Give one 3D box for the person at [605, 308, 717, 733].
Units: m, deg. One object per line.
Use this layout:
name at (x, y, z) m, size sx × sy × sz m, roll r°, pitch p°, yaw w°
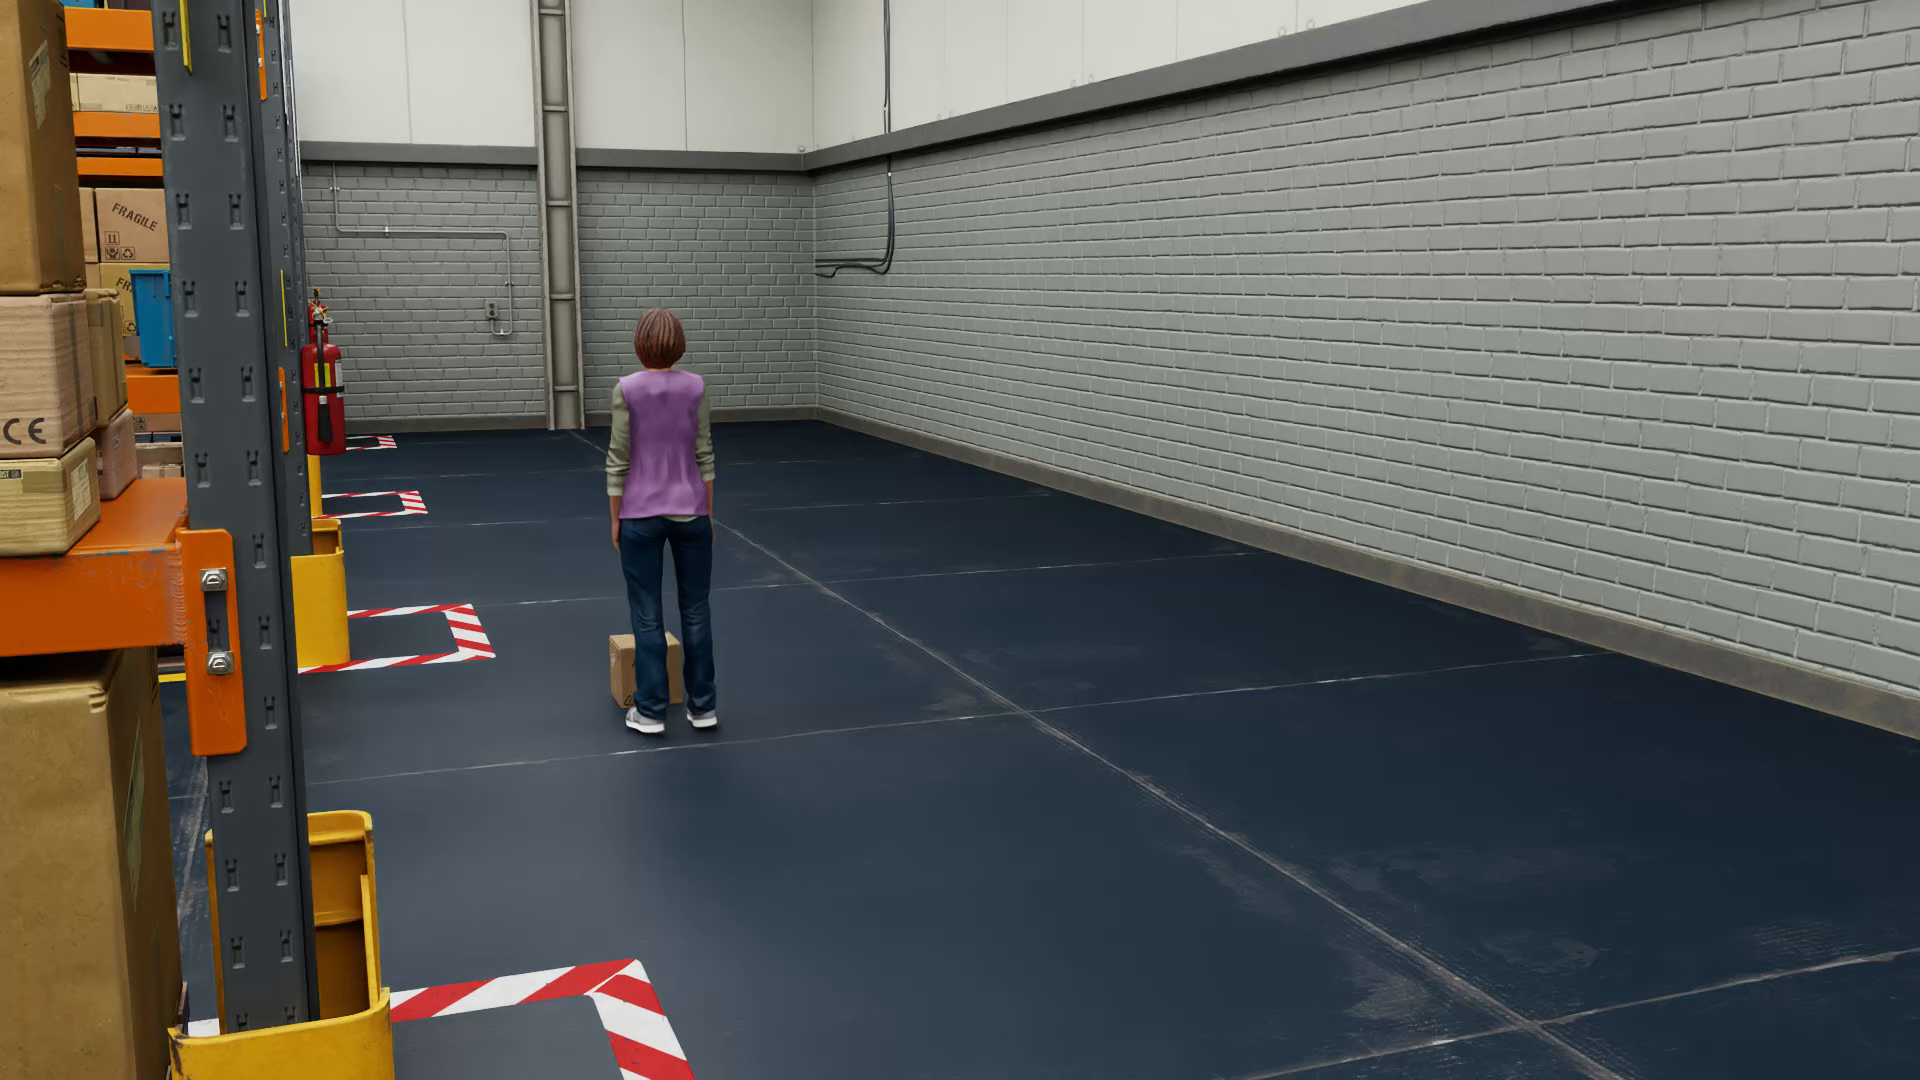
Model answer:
person at (-1.126, -0.069, 6.274) m, size 0.411 × 1.601 × 0.323 m, roll -3°, pitch 10°, yaw -20°
